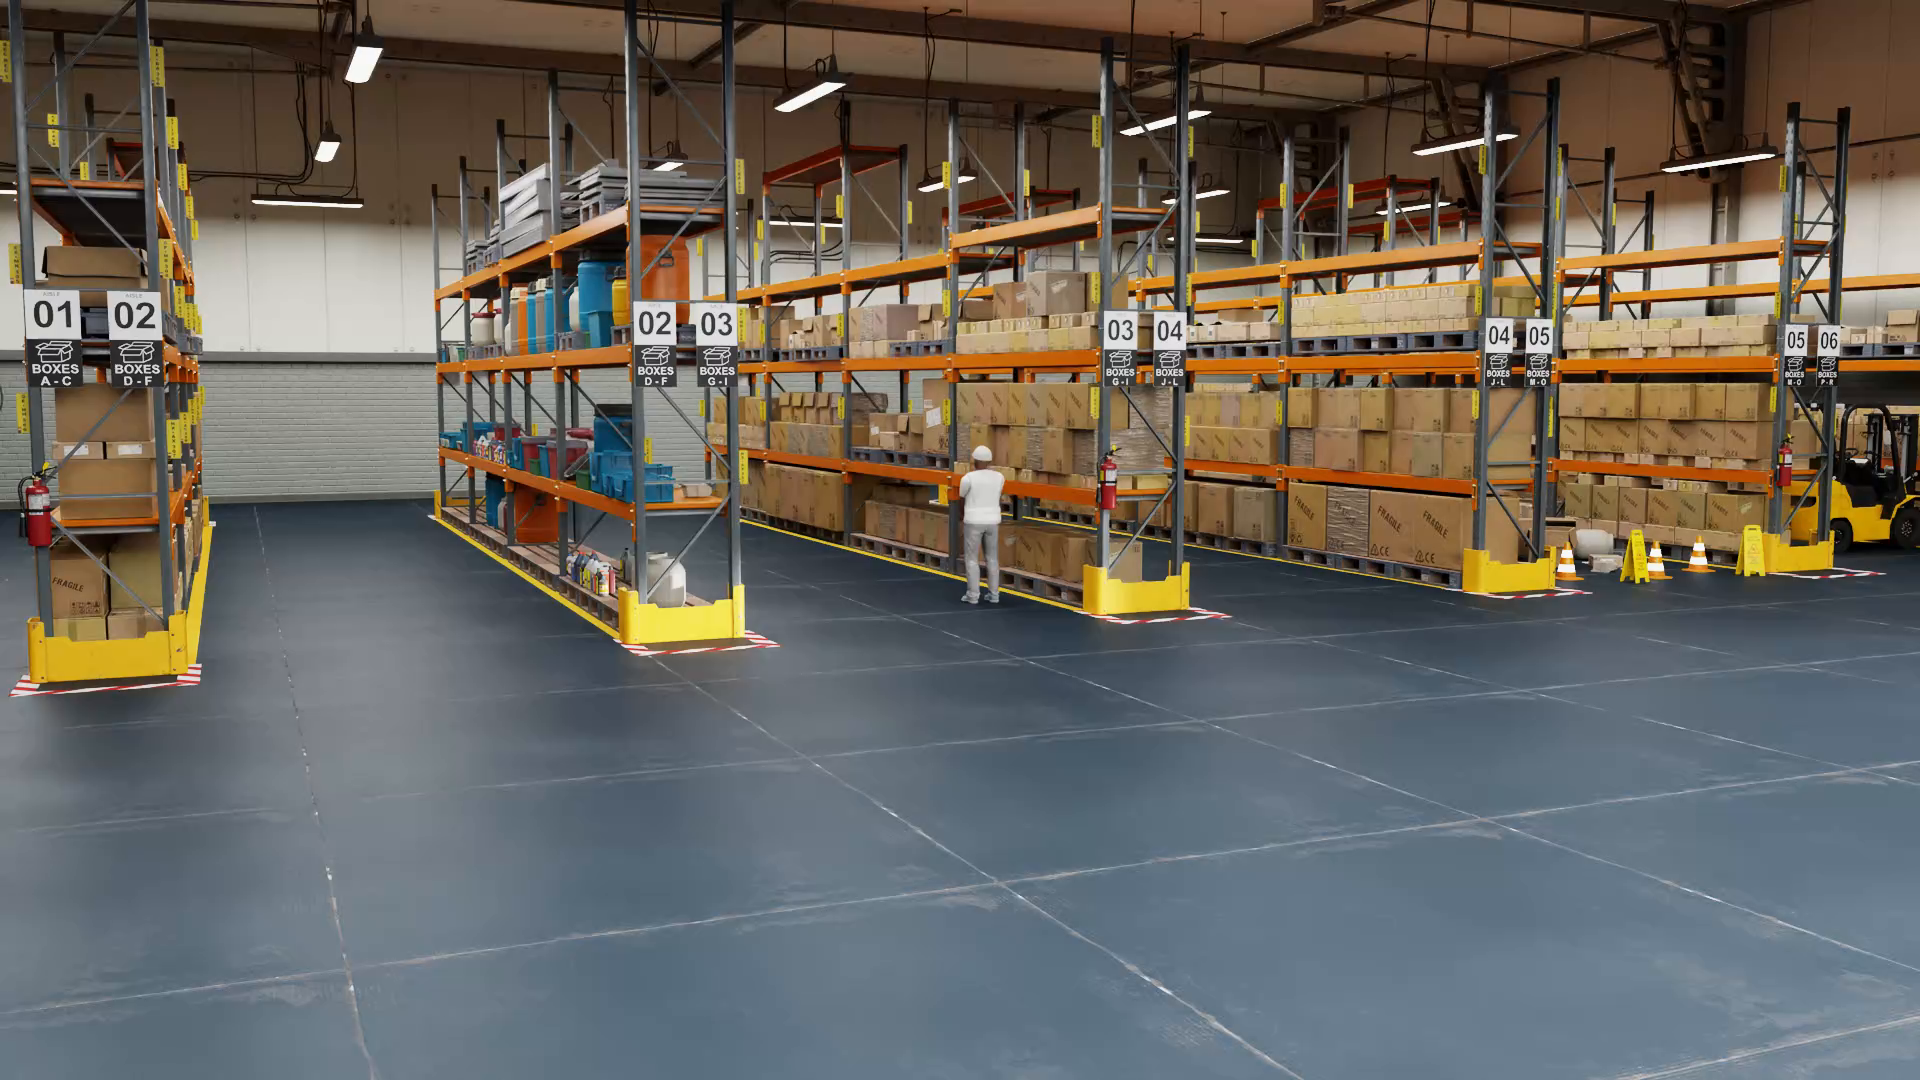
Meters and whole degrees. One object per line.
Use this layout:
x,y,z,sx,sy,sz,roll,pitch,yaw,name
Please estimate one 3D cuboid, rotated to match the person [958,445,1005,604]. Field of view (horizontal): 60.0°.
0.200,-0.183,18.629,0.502,1.761,0.587,-2,6,-20,person
